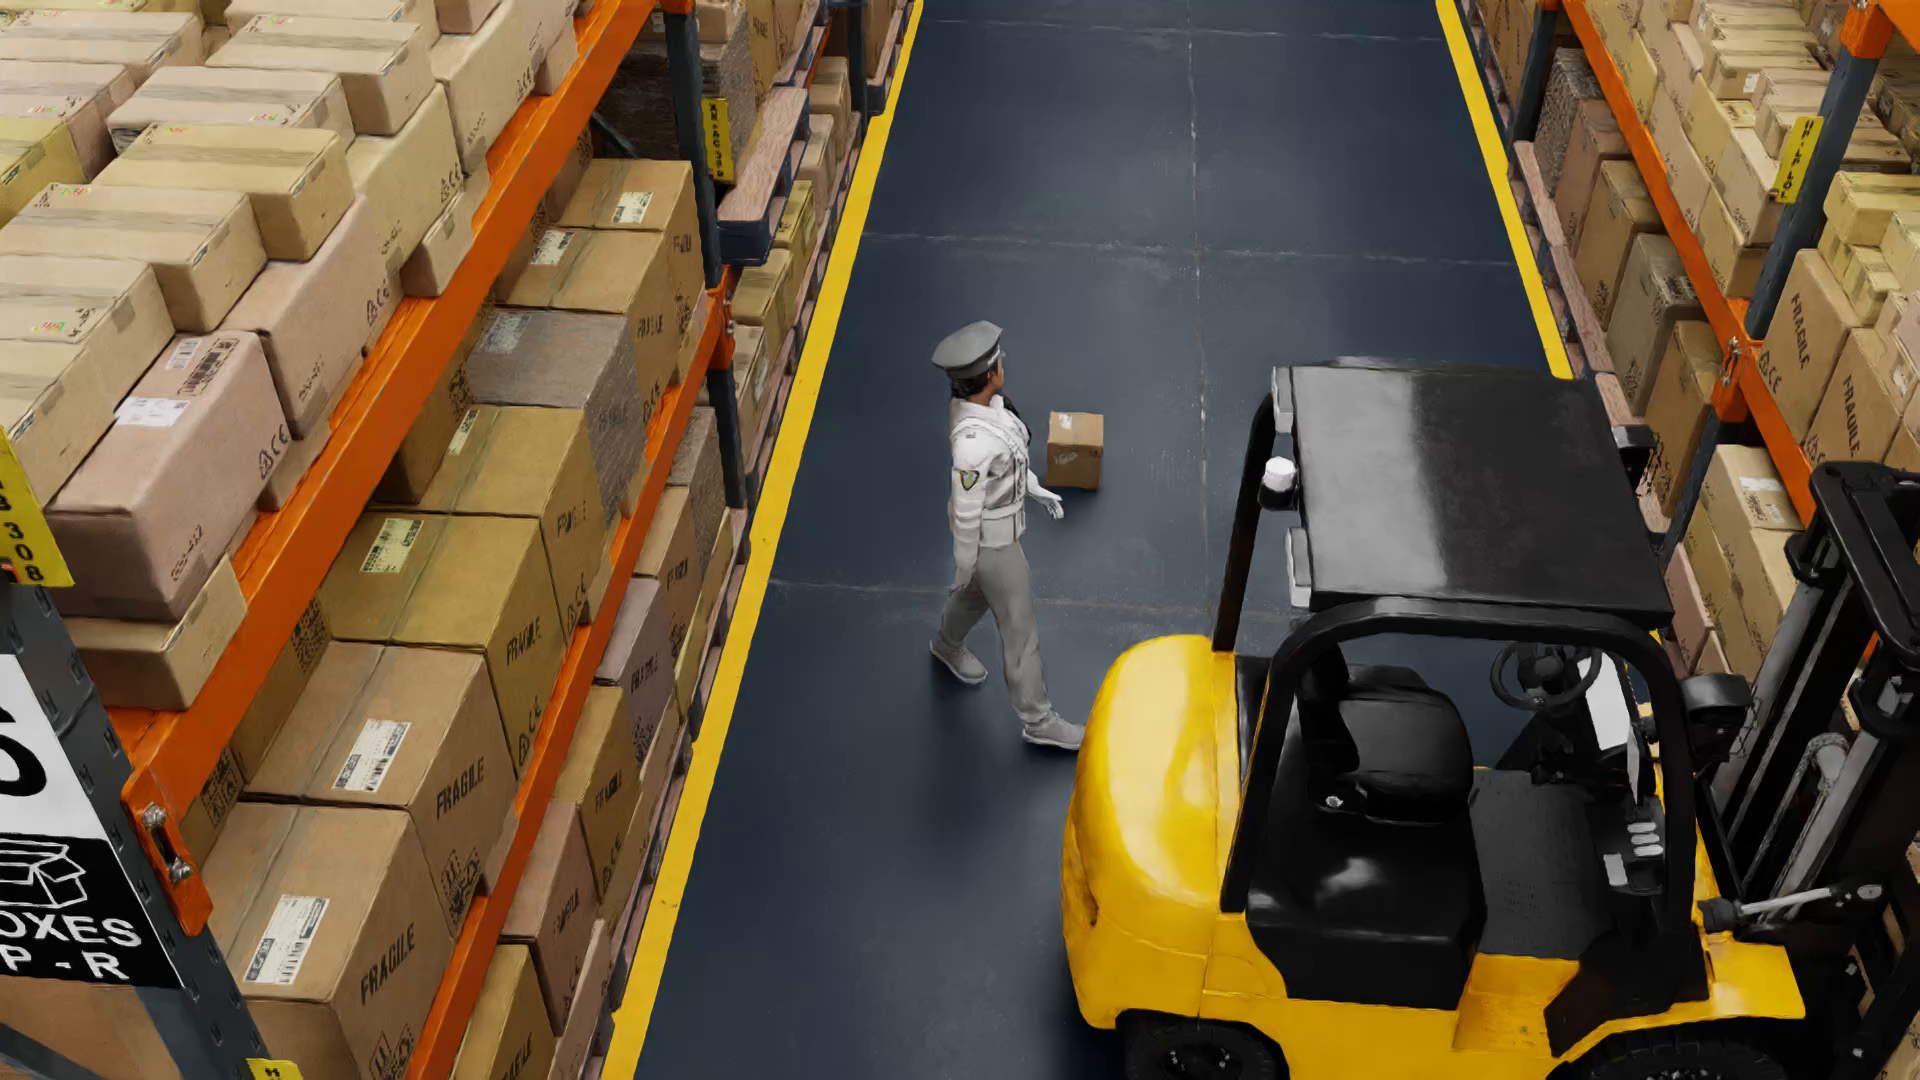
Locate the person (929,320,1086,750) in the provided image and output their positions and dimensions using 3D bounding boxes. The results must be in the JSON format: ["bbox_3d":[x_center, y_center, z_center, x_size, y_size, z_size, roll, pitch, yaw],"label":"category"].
[{"bbox_3d":[0.199,0.000,6.169,0.646,1.664,0.663,-1,40,-1],"label":"person"}]
